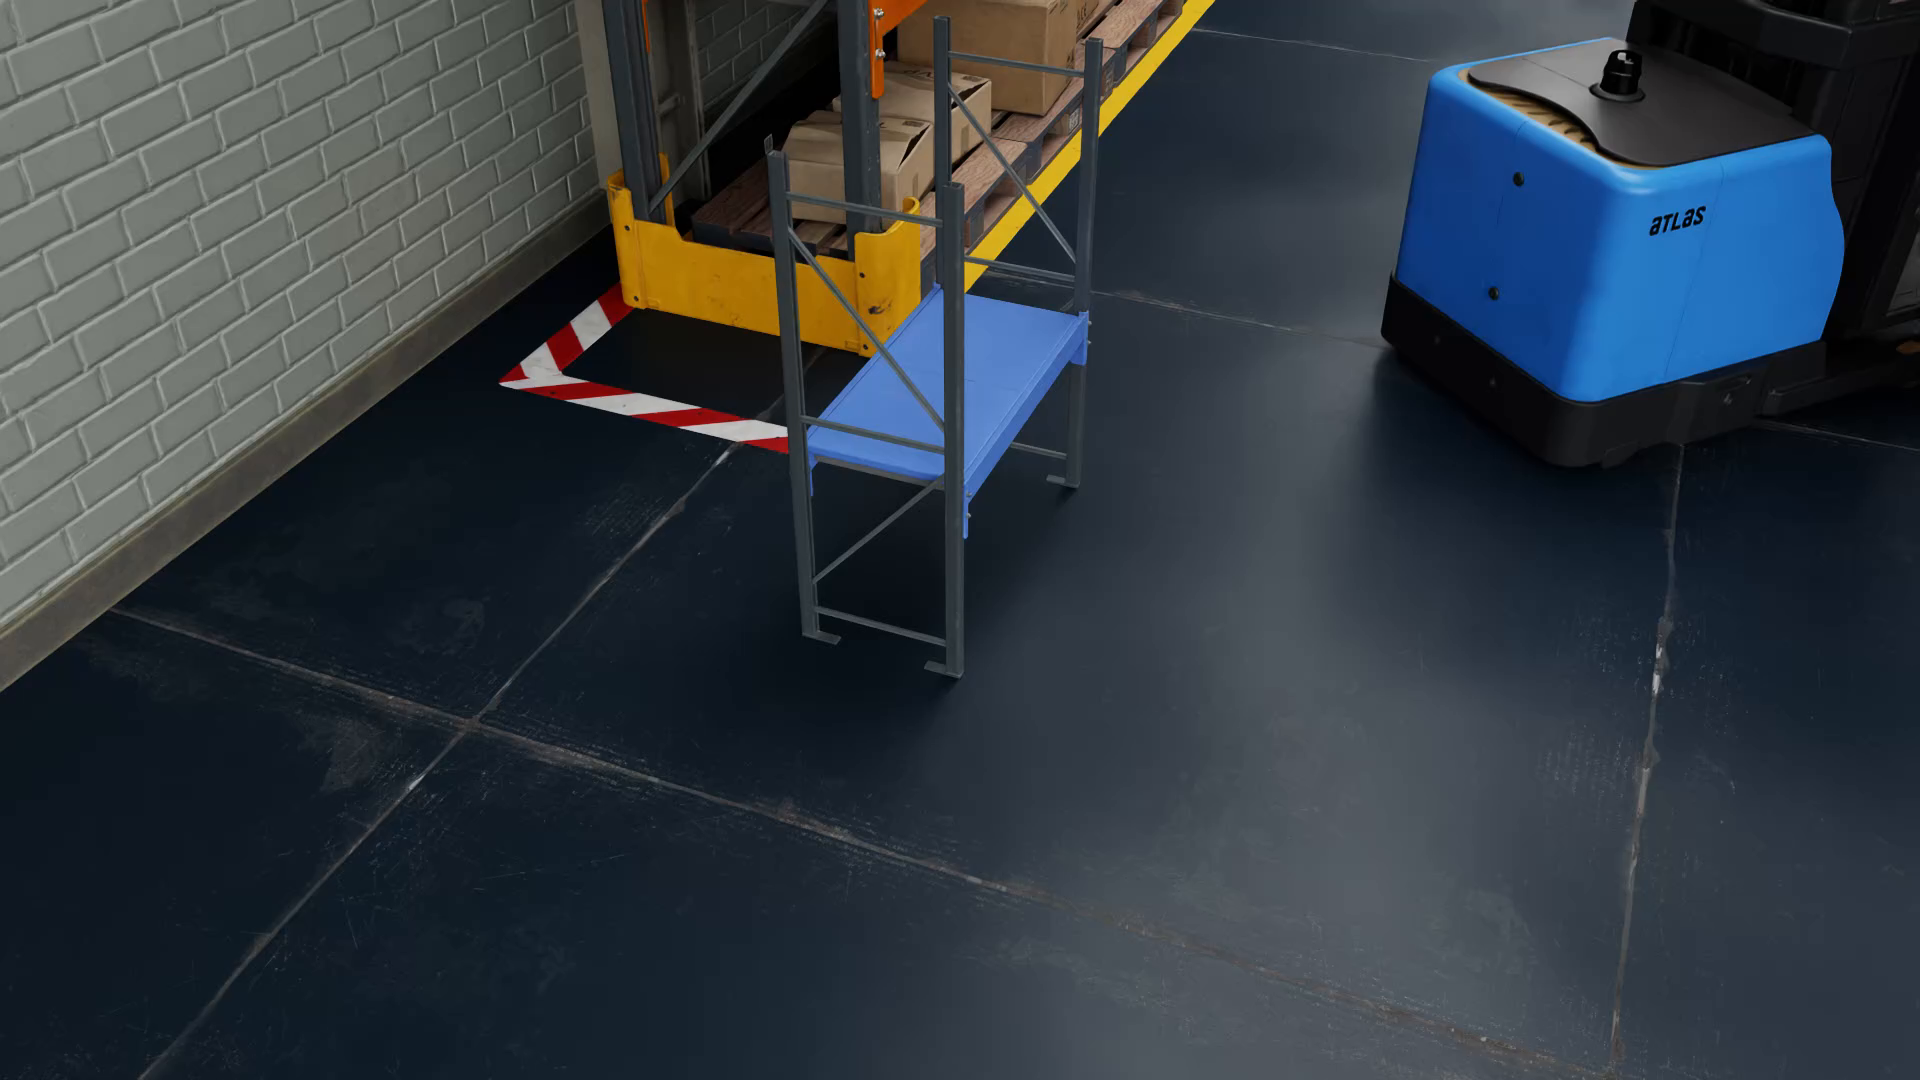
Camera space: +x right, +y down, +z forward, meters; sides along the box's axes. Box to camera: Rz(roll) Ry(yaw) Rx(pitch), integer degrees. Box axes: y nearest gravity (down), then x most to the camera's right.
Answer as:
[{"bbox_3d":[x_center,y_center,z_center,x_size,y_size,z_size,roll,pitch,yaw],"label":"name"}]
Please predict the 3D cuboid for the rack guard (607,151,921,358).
[{"bbox_3d":[-0.734,-1.086,6.285,1.175,0.500,0.348,14,39,18],"label":"rack guard"}]

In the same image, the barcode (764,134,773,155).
[{"bbox_3d":[-0.779,-1.612,6.771,0.001,0.075,0.075,14,39,18],"label":"barcode"}]

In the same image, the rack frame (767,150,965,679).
[{"bbox_3d":[-0.226,-0.272,4.361,0.500,1.500,0.032,14,39,18],"label":"rack frame"}]

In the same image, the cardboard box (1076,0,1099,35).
[{"bbox_3d":[0.401,-2.851,8.279,0.500,0.500,0.500,11,38,14],"label":"cardboard box"}]

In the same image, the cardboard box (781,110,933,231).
[{"bbox_3d":[-0.416,-1.507,6.639,0.500,0.311,0.500,10,38,13],"label":"cardboard box"}]

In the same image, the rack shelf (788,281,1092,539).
[{"bbox_3d":[-0.032,-0.409,4.845,0.538,0.185,1.000,14,39,18],"label":"rack shelf"}]

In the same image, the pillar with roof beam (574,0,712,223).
[{"bbox_3d":[2.685,-4.052,3.155,9.100,9.000,0.400,14,39,18],"label":"pillar with roof beam"}]

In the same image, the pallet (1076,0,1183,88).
[{"bbox_3d":[0.536,-2.763,8.770,1.003,0.211,1.213,14,39,18],"label":"pallet"}]

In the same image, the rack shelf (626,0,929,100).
[{"bbox_3d":[-0.002,-2.864,7.177,1.077,0.370,4.000,14,39,18],"label":"rack shelf"}]

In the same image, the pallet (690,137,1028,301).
[{"bbox_3d":[-0.392,-1.412,6.963,1.003,0.211,1.213,14,39,18],"label":"pallet"}]

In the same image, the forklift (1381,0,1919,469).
[{"bbox_3d":[3.119,-1.993,5.468,3.031,2.935,1.130,-15,39,-19],"label":"forklift"}]

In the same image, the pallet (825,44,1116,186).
[{"bbox_3d":[0.074,-2.085,7.863,1.003,0.211,1.213,14,39,18],"label":"pallet"}]

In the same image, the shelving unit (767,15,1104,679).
[{"bbox_3d":[-0.032,-0.554,4.738,0.538,1.500,1.048,14,39,18],"label":"shelving unit"}]

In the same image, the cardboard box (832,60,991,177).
[{"bbox_3d":[-0.199,-1.822,7.061,0.500,0.311,0.500,17,40,21],"label":"cardboard box"}]

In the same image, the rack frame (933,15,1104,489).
[{"bbox_3d":[0.161,-0.835,5.114,0.500,1.500,0.032,14,39,18],"label":"rack frame"}]

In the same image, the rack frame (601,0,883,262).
[{"bbox_3d":[-0.763,-2.045,5.480,1.000,3.000,0.127,14,39,18],"label":"rack frame"}]

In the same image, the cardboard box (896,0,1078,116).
[{"bbox_3d":[0.126,-2.293,7.533,0.700,0.500,0.500,11,38,15],"label":"cardboard box"}]
